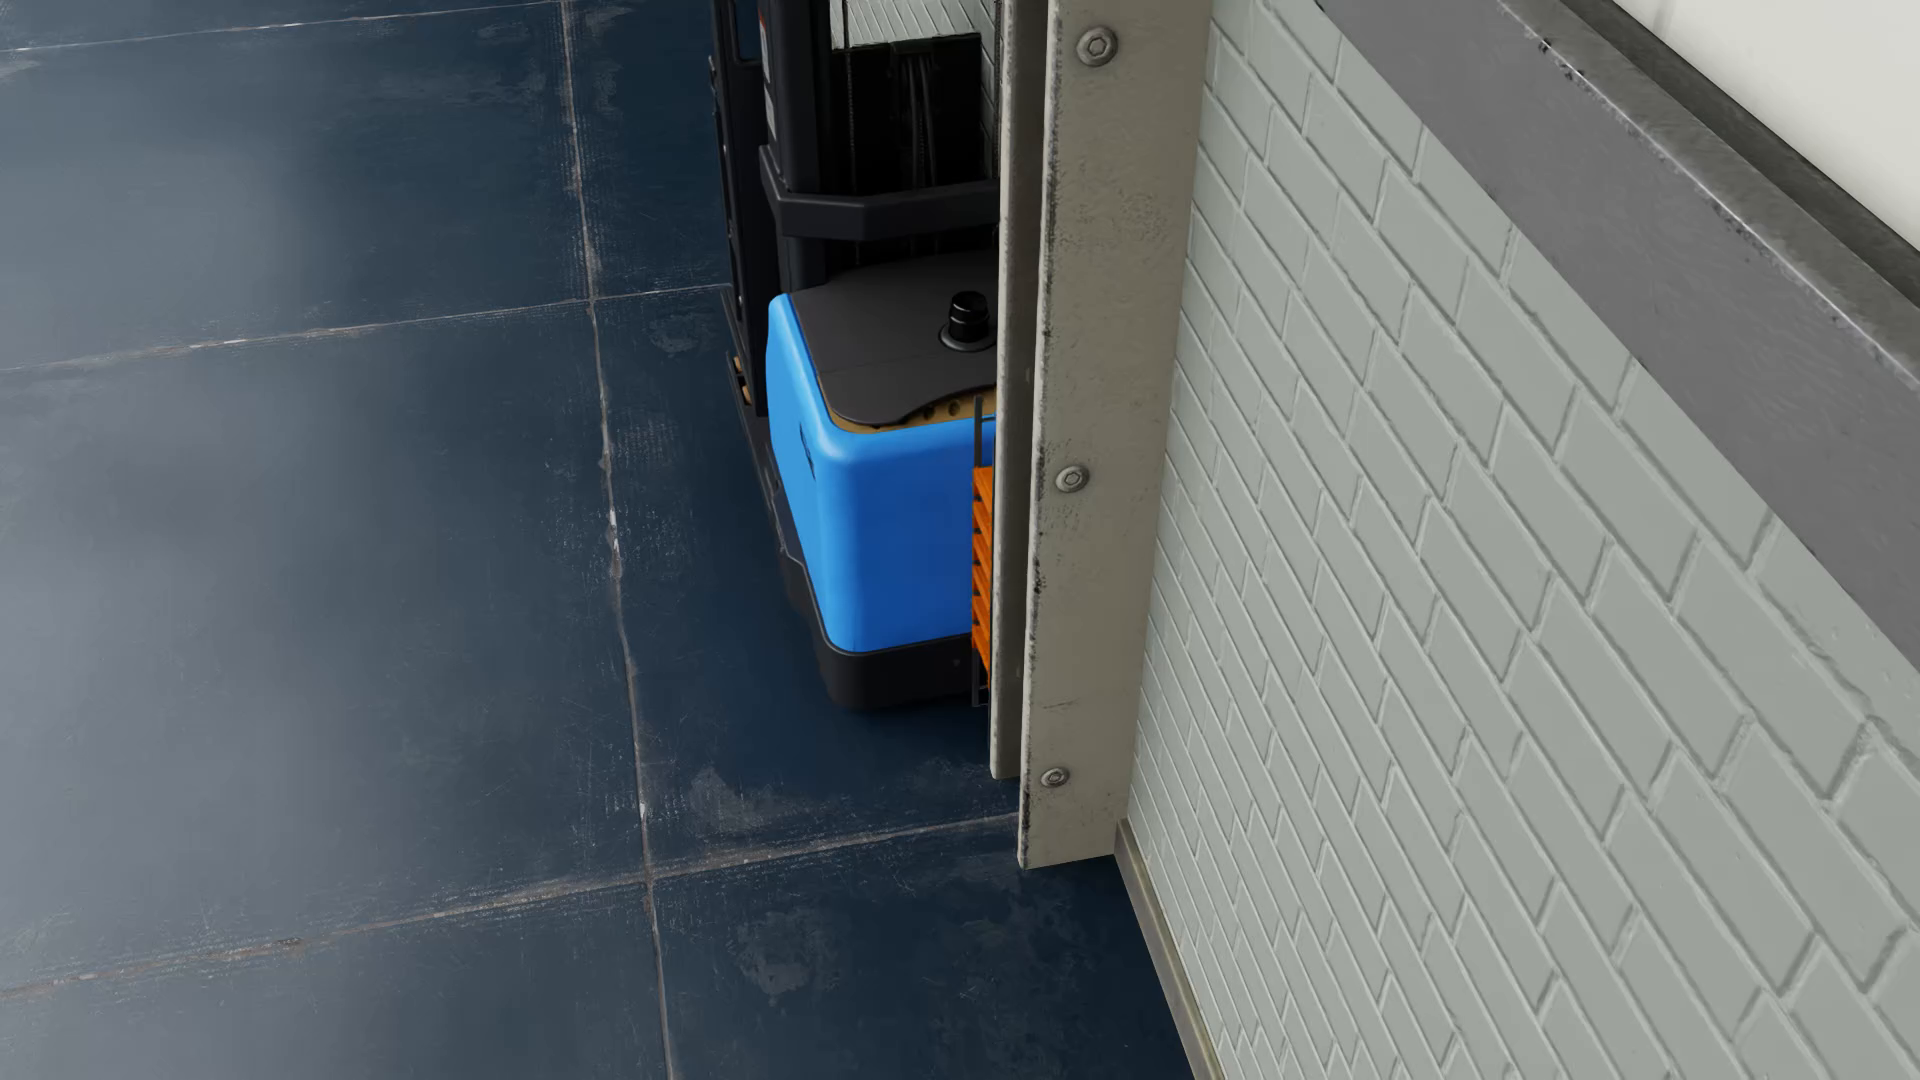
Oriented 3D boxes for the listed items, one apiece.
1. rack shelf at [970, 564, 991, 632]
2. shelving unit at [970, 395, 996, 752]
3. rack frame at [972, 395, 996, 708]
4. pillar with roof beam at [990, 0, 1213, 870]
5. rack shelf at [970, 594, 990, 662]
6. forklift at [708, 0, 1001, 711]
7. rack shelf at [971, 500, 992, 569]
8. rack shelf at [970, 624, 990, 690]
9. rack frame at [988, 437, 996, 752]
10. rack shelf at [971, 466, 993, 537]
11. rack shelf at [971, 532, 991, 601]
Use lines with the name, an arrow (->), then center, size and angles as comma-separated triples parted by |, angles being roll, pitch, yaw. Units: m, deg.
rack shelf -> 0.178, 0.143, 4.752 | 0.258, 0.103, 0.180 | -10, 43, -11
shelving unit -> 0.178, 0.110, 4.722 | 0.258, 1.200, 0.189 | -10, 43, -11
rack frame -> 0.154, 0.051, 4.788 | 0.240, 1.200, 0.006 | -10, 43, -11
pillar with roof beam -> -3.922, -1.967, 1.187 | 9.100, 9.000, 0.400 | -8, 42, -9
rack shelf -> 0.178, 0.233, 4.831 | 0.258, 0.103, 0.180 | -10, 43, -11
forklift -> -0.262, -1.567, 5.308 | 1.130, 2.935, 3.031 | -10, 43, -11
rack shelf -> 0.178, -0.036, 4.592 | 0.258, 0.103, 0.180 | -10, 43, -11
rack shelf -> 0.178, 0.323, 4.911 | 0.258, 0.103, 0.180 | -10, 43, -11
rack frame -> 0.201, 0.169, 4.656 | 0.240, 1.200, 0.006 | -10, 43, -11
rack shelf -> 0.178, -0.126, 4.513 | 0.258, 0.103, 0.180 | -10, 43, -11
rack shelf -> 0.178, 0.054, 4.672 | 0.258, 0.103, 0.180 | -10, 43, -11
